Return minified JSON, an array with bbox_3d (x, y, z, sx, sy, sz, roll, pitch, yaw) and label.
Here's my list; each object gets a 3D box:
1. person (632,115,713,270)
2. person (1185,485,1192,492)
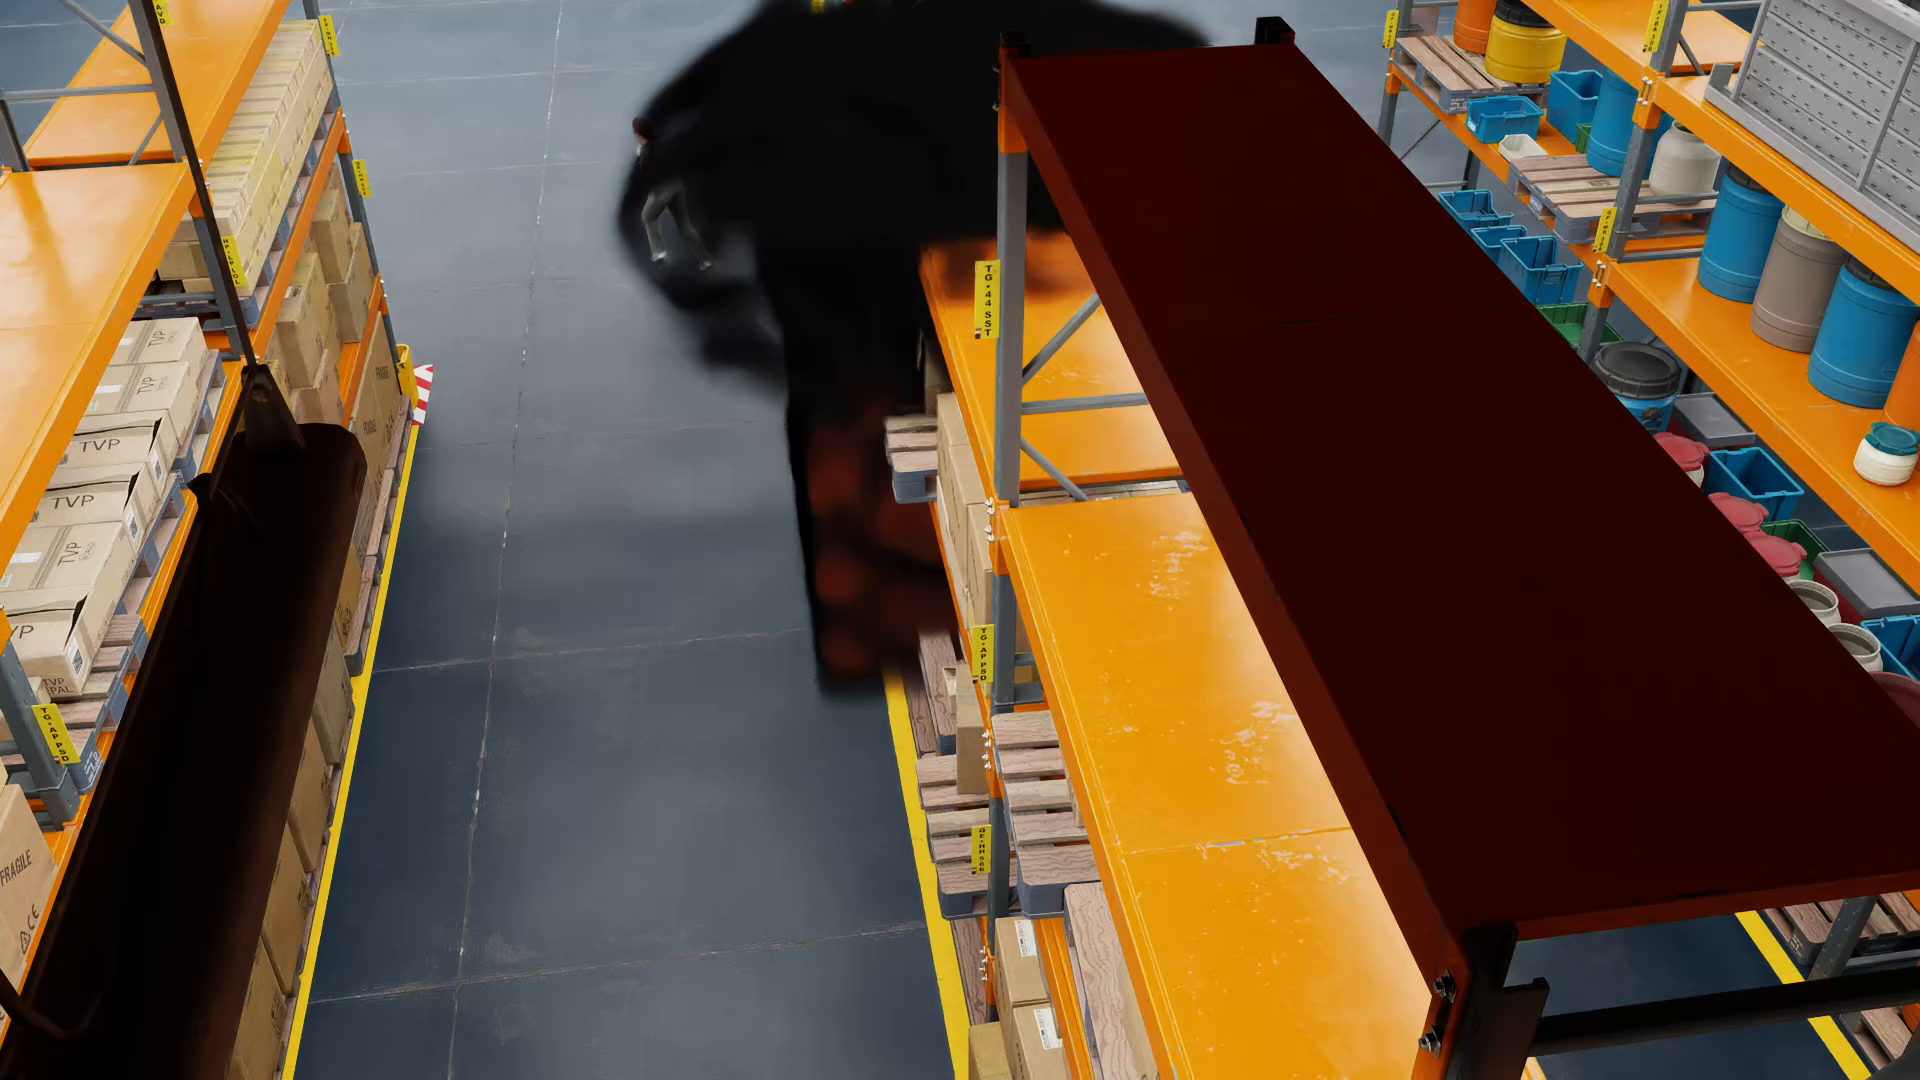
[{"bbox_3d":[-2.902,-3.417,16.803,0.963,1.627,0.605,24,42,29],"label":"person"},{"bbox_3d":[1.771,0.000,11.528,0.708,1.785,0.824,-11,38,-14],"label":"person"}]
